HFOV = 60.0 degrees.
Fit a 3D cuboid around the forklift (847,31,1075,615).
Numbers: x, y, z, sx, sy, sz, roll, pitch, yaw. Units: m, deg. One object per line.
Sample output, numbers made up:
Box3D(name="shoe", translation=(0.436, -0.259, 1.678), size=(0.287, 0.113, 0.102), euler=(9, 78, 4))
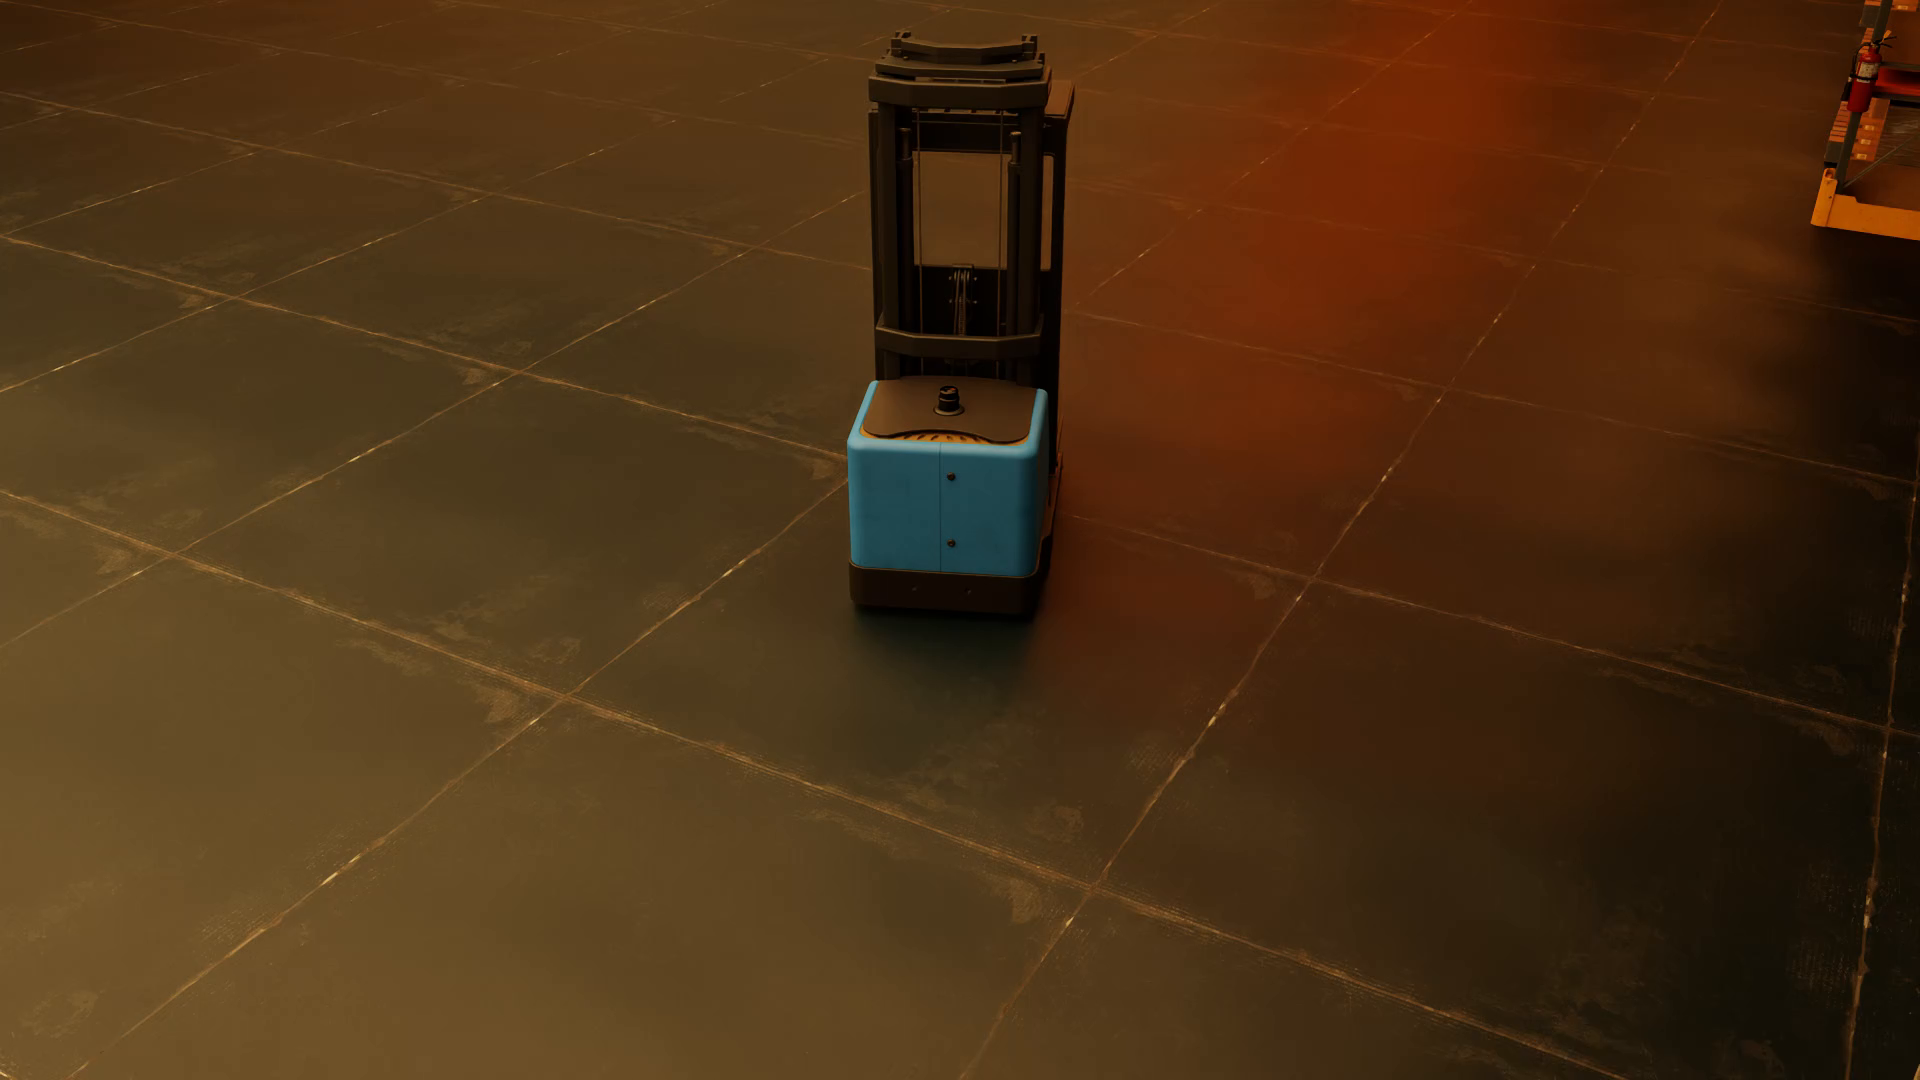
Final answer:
Box3D(name="forklift", translation=(0.072, -1.572, 9.794), size=(1.130, 2.935, 3.031), euler=(3, 30, 6))
